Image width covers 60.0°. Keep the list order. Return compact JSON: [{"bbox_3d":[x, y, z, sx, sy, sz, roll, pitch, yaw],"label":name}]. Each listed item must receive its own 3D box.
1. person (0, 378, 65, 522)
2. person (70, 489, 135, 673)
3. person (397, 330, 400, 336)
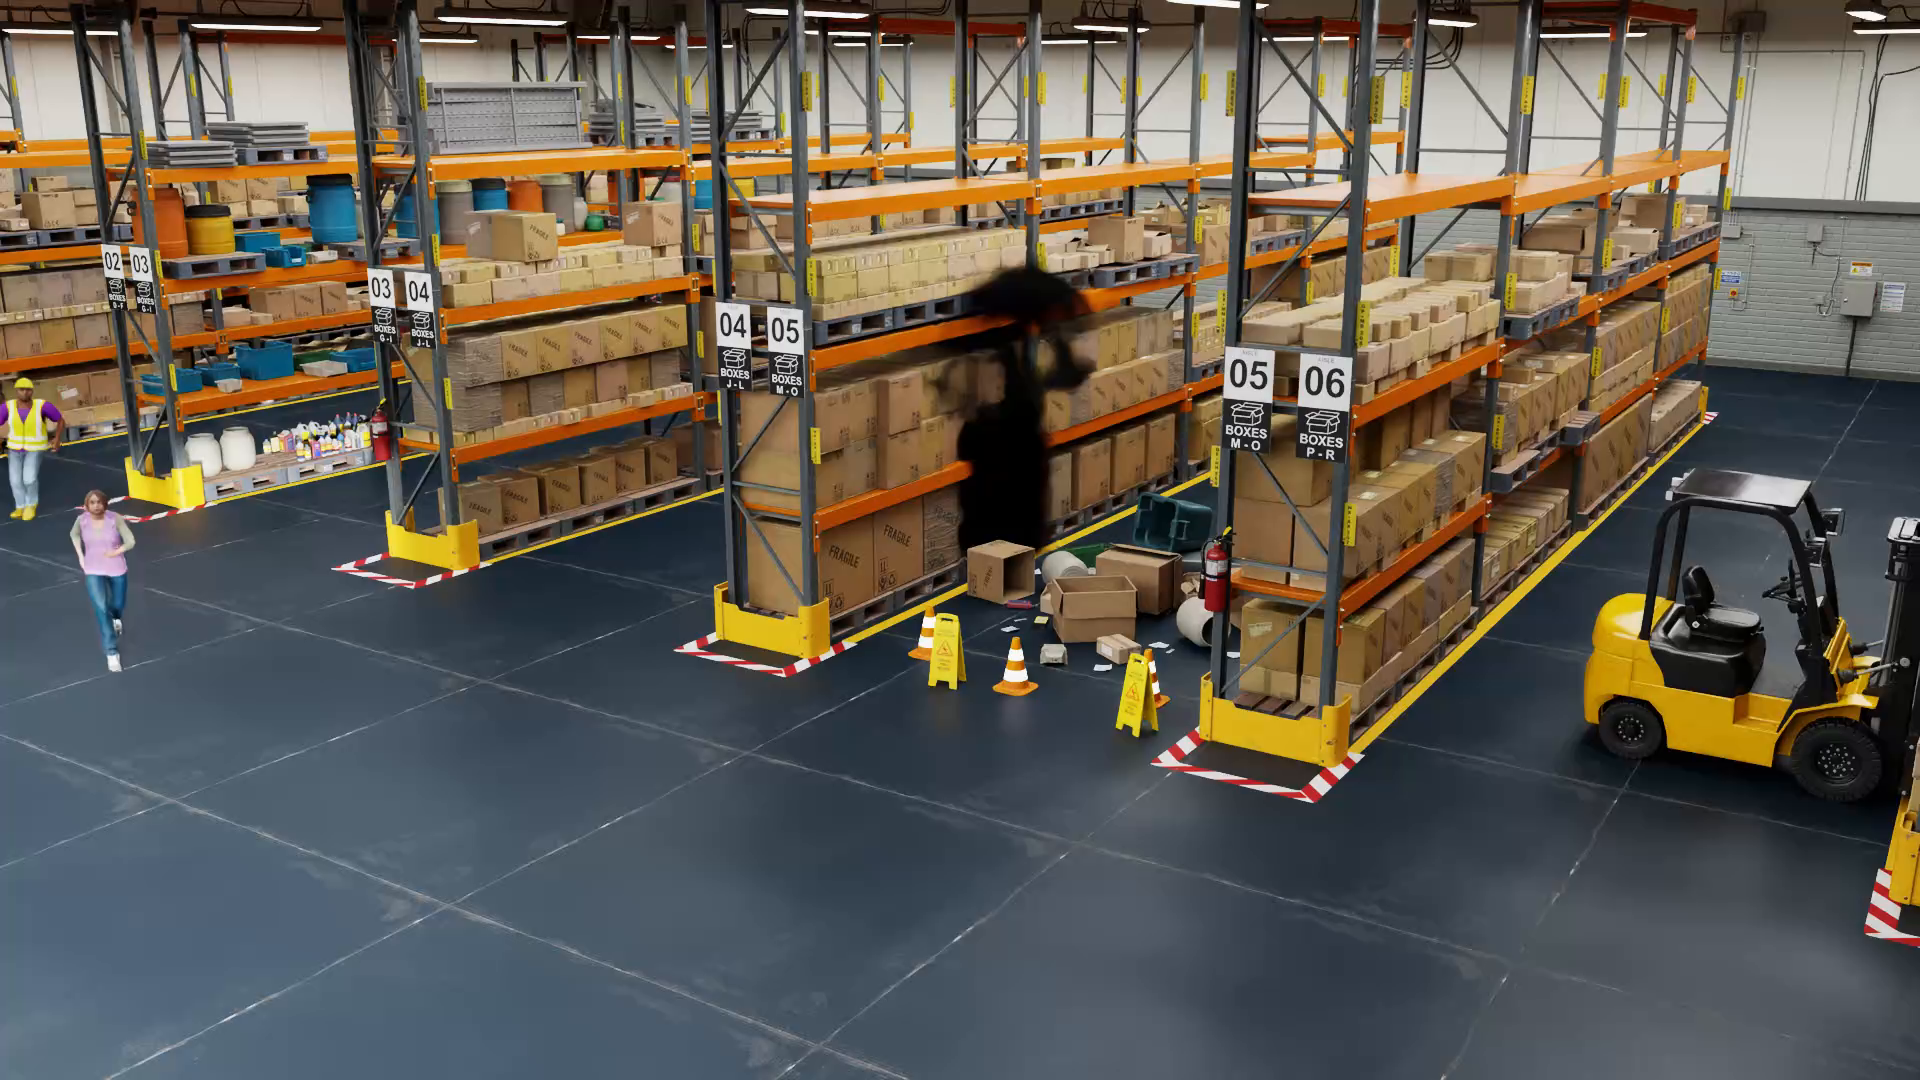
[{"bbox_3d":[-11.157,-1.082,19.905,0.767,1.728,0.618,-4,16,-13],"label":"person"},{"bbox_3d":[-7.778,0.310,15.184,0.506,1.630,0.964,-9,18,-29],"label":"person"},{"bbox_3d":[-10.854,-4.268,31.575,0.559,1.572,0.904,6,17,21],"label":"person"}]
